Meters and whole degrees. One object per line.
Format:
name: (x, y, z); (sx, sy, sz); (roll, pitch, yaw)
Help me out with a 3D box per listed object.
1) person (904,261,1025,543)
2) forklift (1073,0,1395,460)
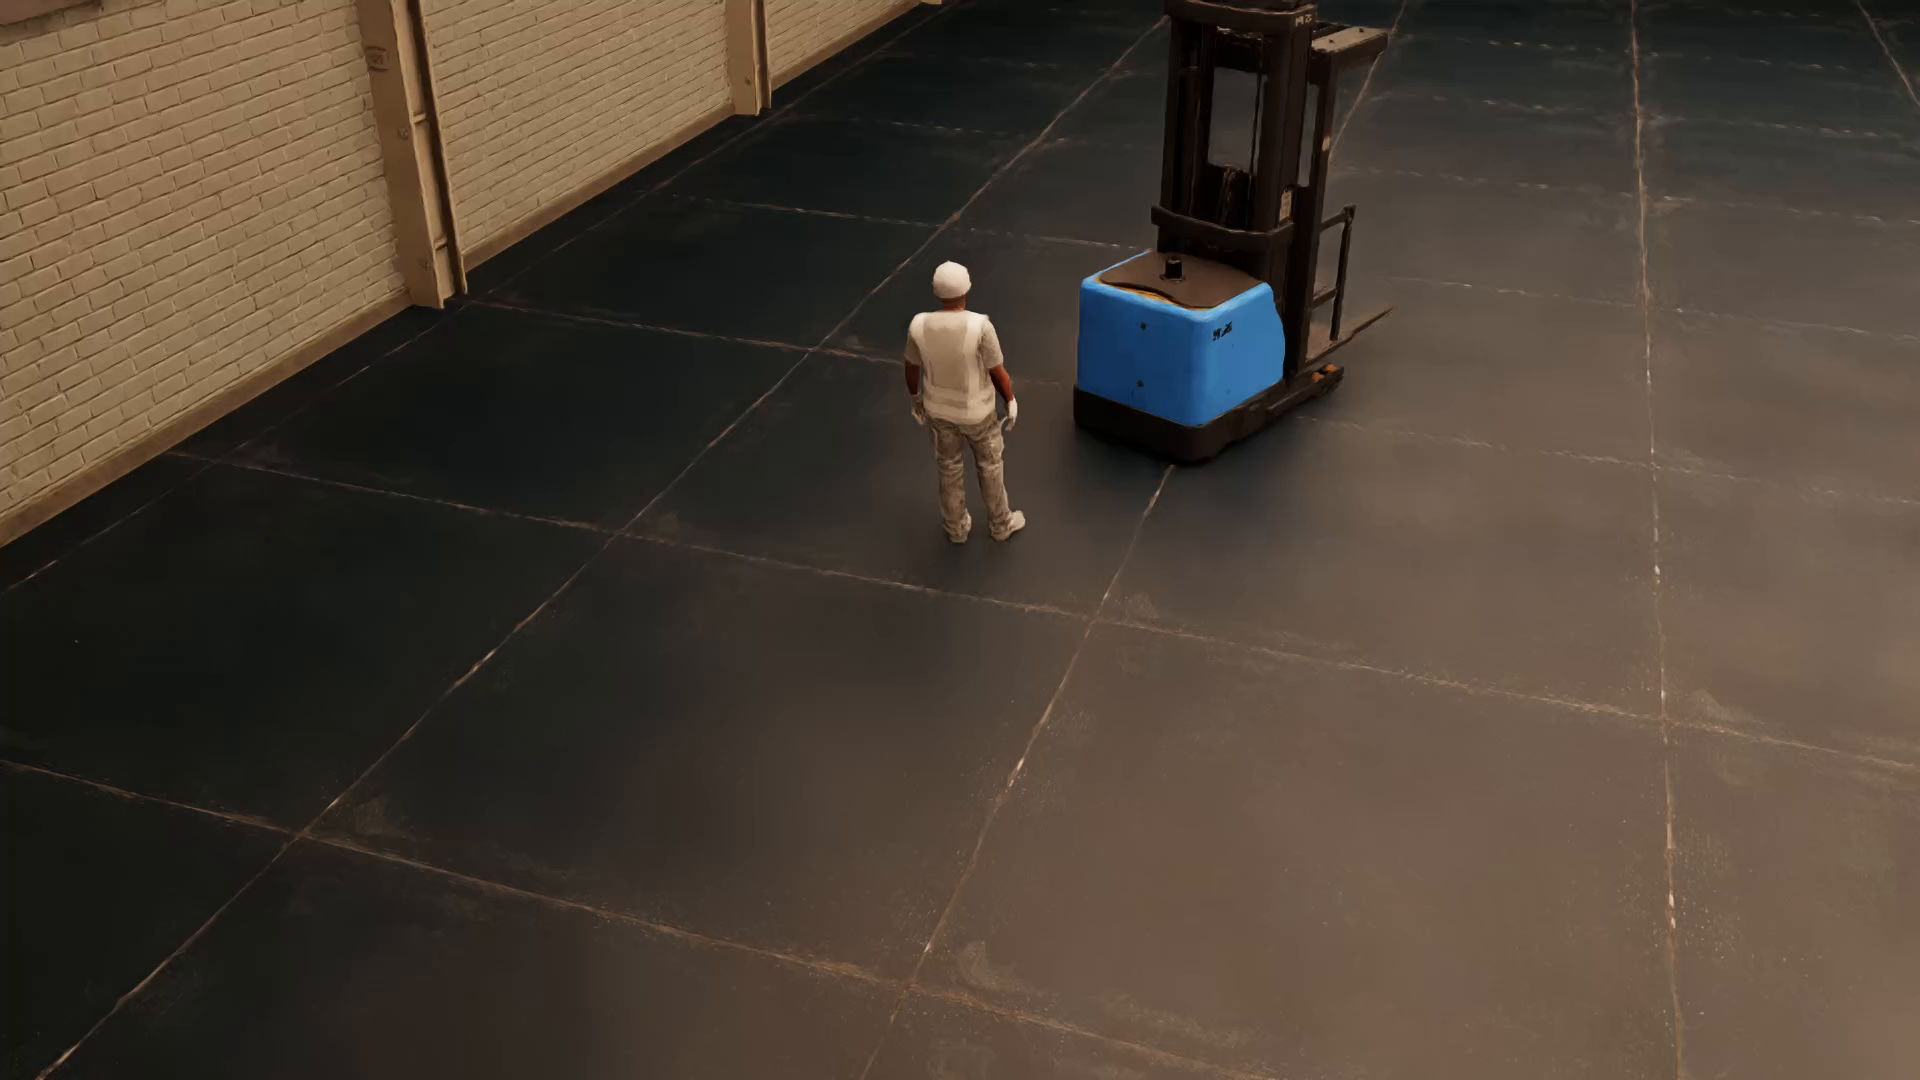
person: (0.031, -0.813, 9.708); (0.655, 1.782, 0.576); (10, 31, 16)
forklift: (2.123, -2.449, 11.432); (1.130, 2.935, 3.031); (23, 37, 35)
